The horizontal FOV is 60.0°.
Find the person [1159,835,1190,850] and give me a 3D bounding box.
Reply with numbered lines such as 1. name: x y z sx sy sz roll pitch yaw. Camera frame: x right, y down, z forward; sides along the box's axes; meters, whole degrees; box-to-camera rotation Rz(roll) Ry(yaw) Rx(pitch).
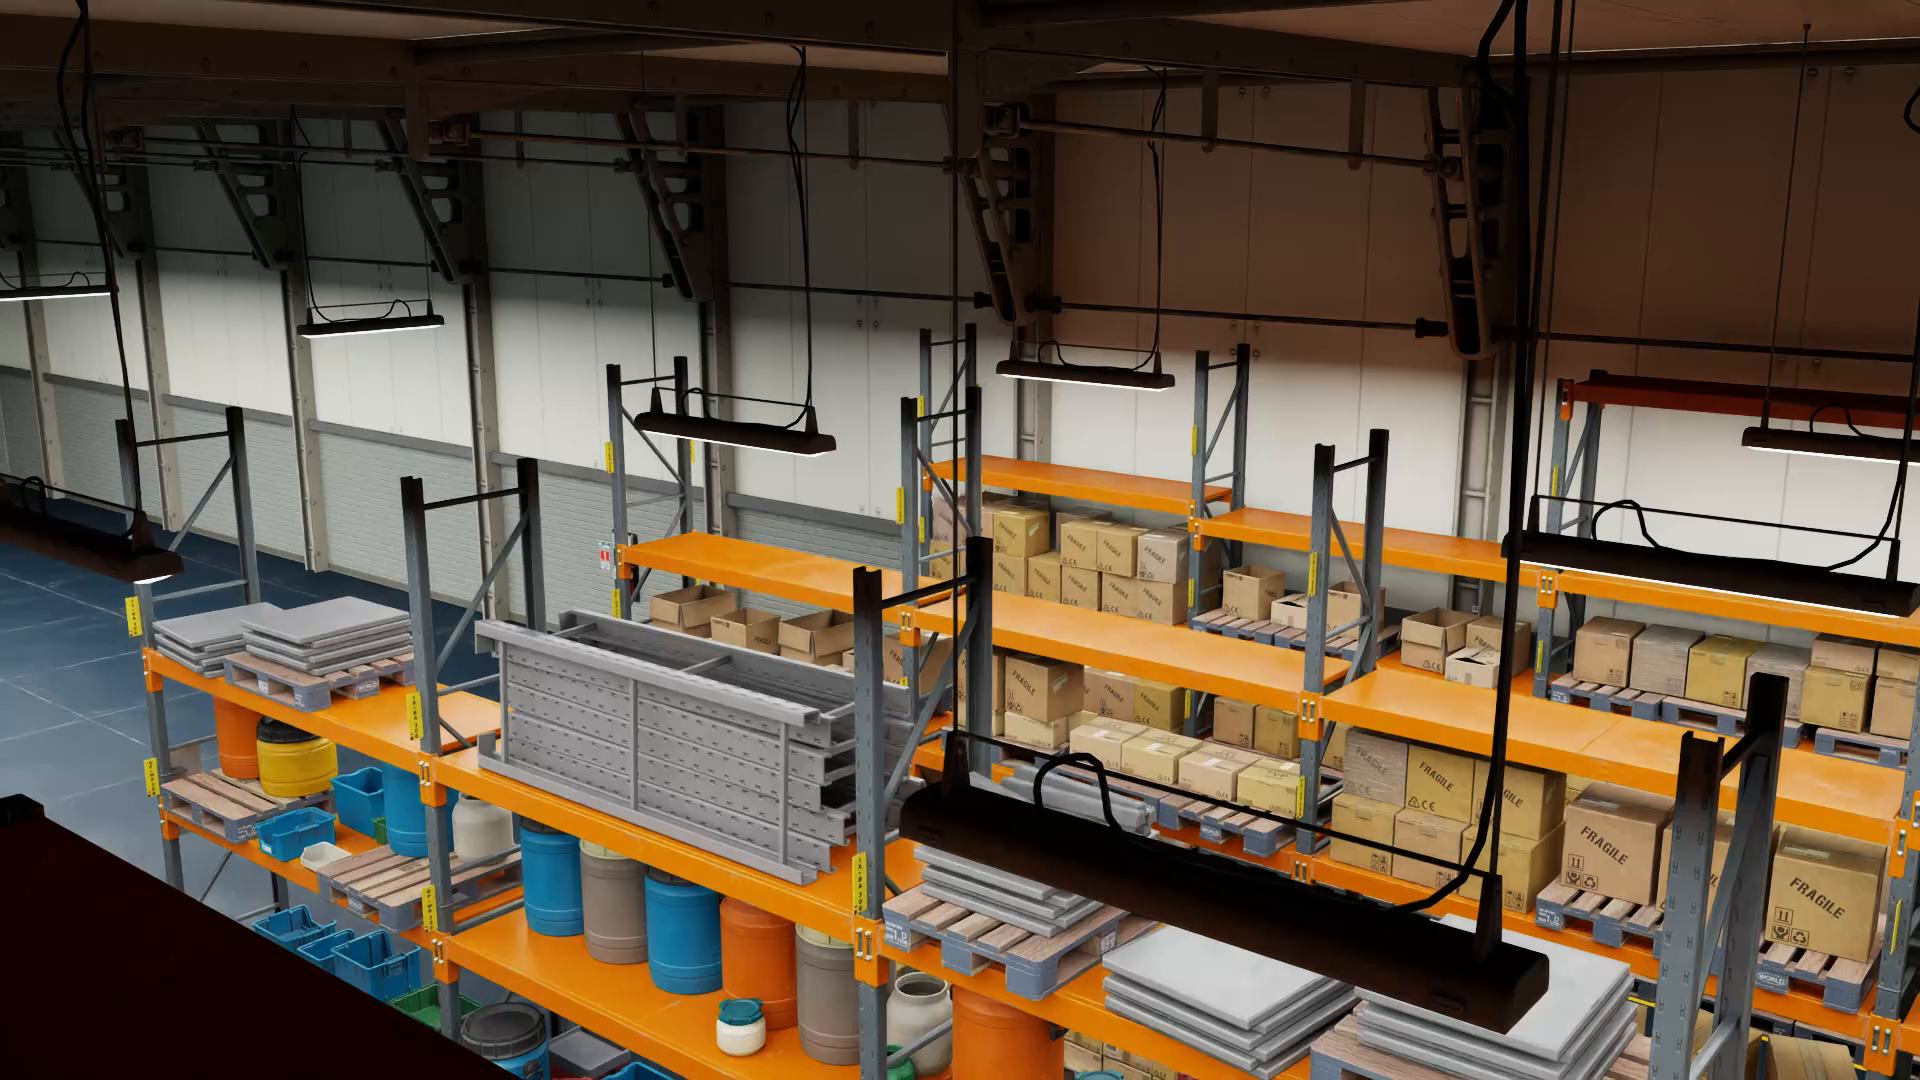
1. person: 2.300 3.279 17.978 1.033 1.621 0.456 6 14 23
